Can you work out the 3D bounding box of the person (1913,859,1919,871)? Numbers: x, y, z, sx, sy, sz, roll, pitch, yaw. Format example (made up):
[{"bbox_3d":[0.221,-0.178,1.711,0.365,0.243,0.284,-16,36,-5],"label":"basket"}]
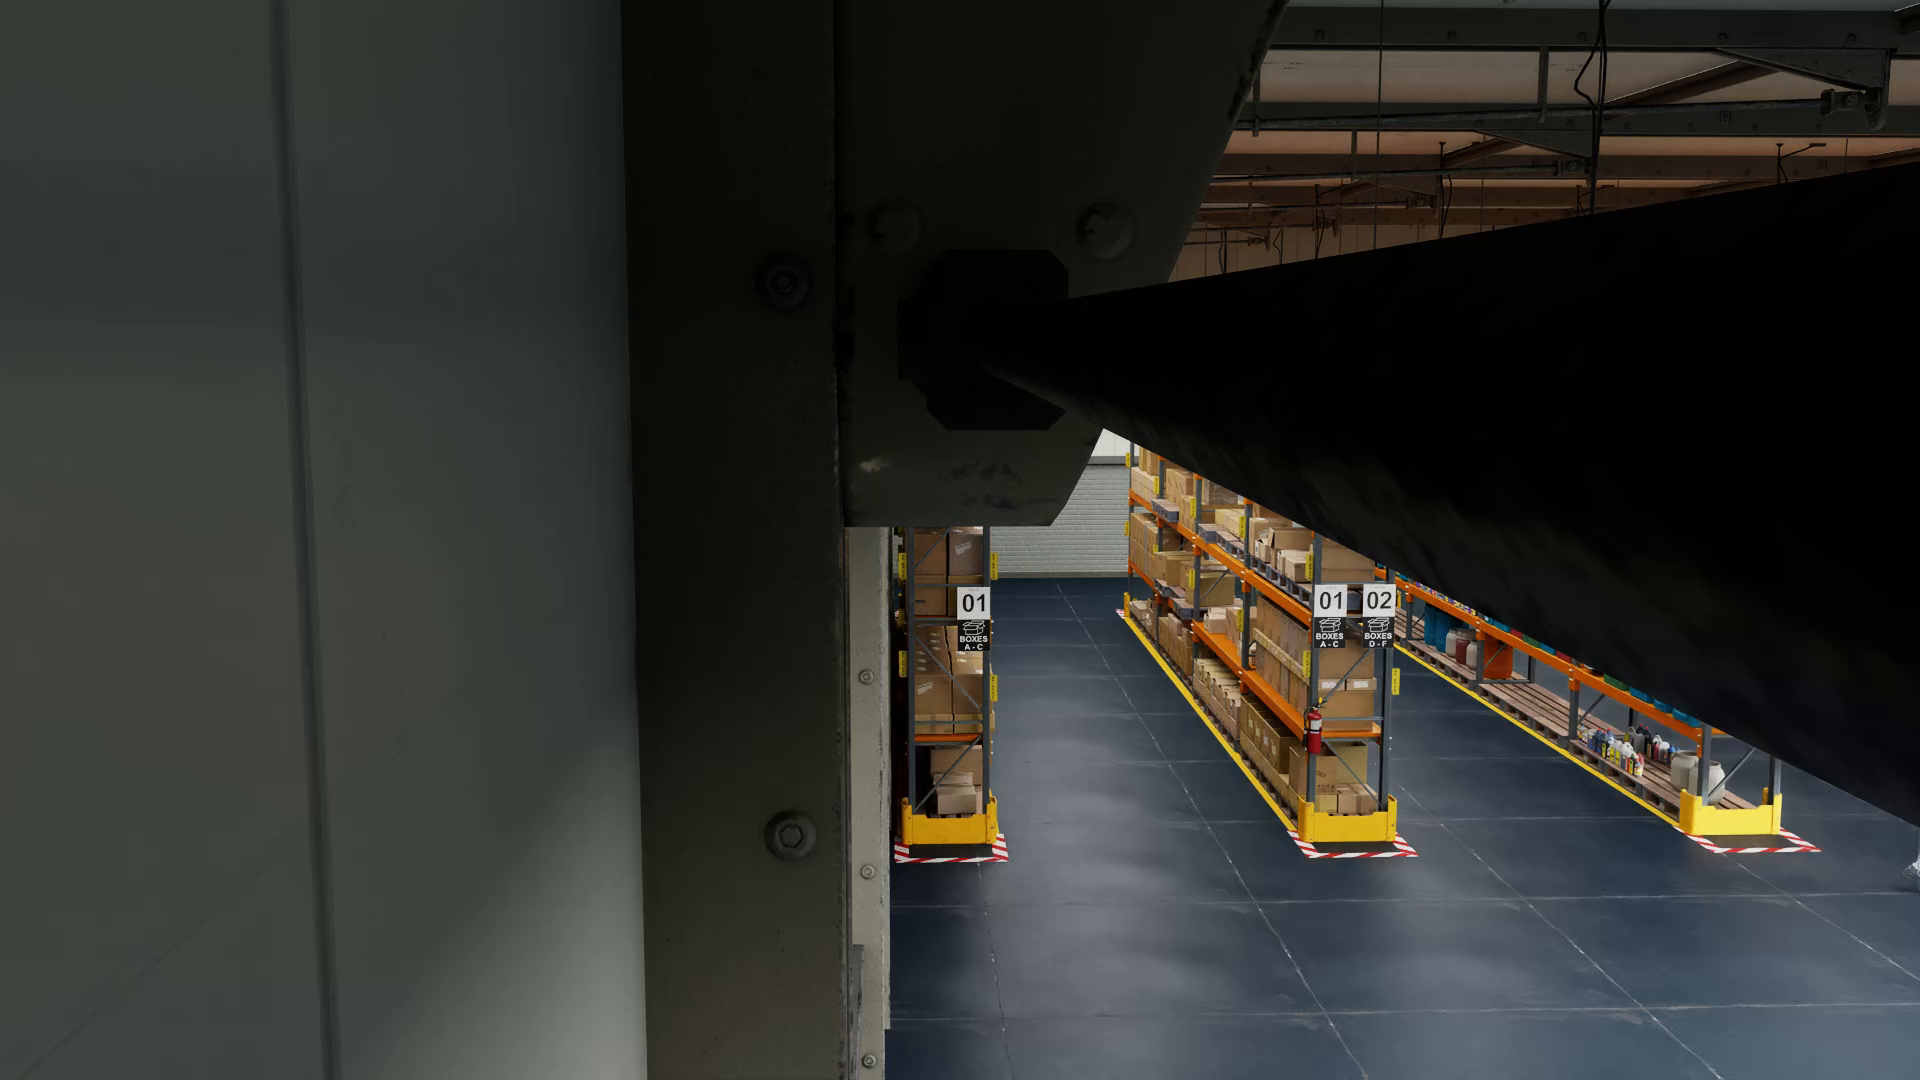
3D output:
[{"bbox_3d":[11.169,3.085,18.499,0.922,1.823,0.701,5,9,32],"label":"person"}]

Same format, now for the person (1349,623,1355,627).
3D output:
[{"bbox_3d":[6.978,1.586,30.164,0.650,1.809,0.688,-2,8,-18],"label":"person"}]
